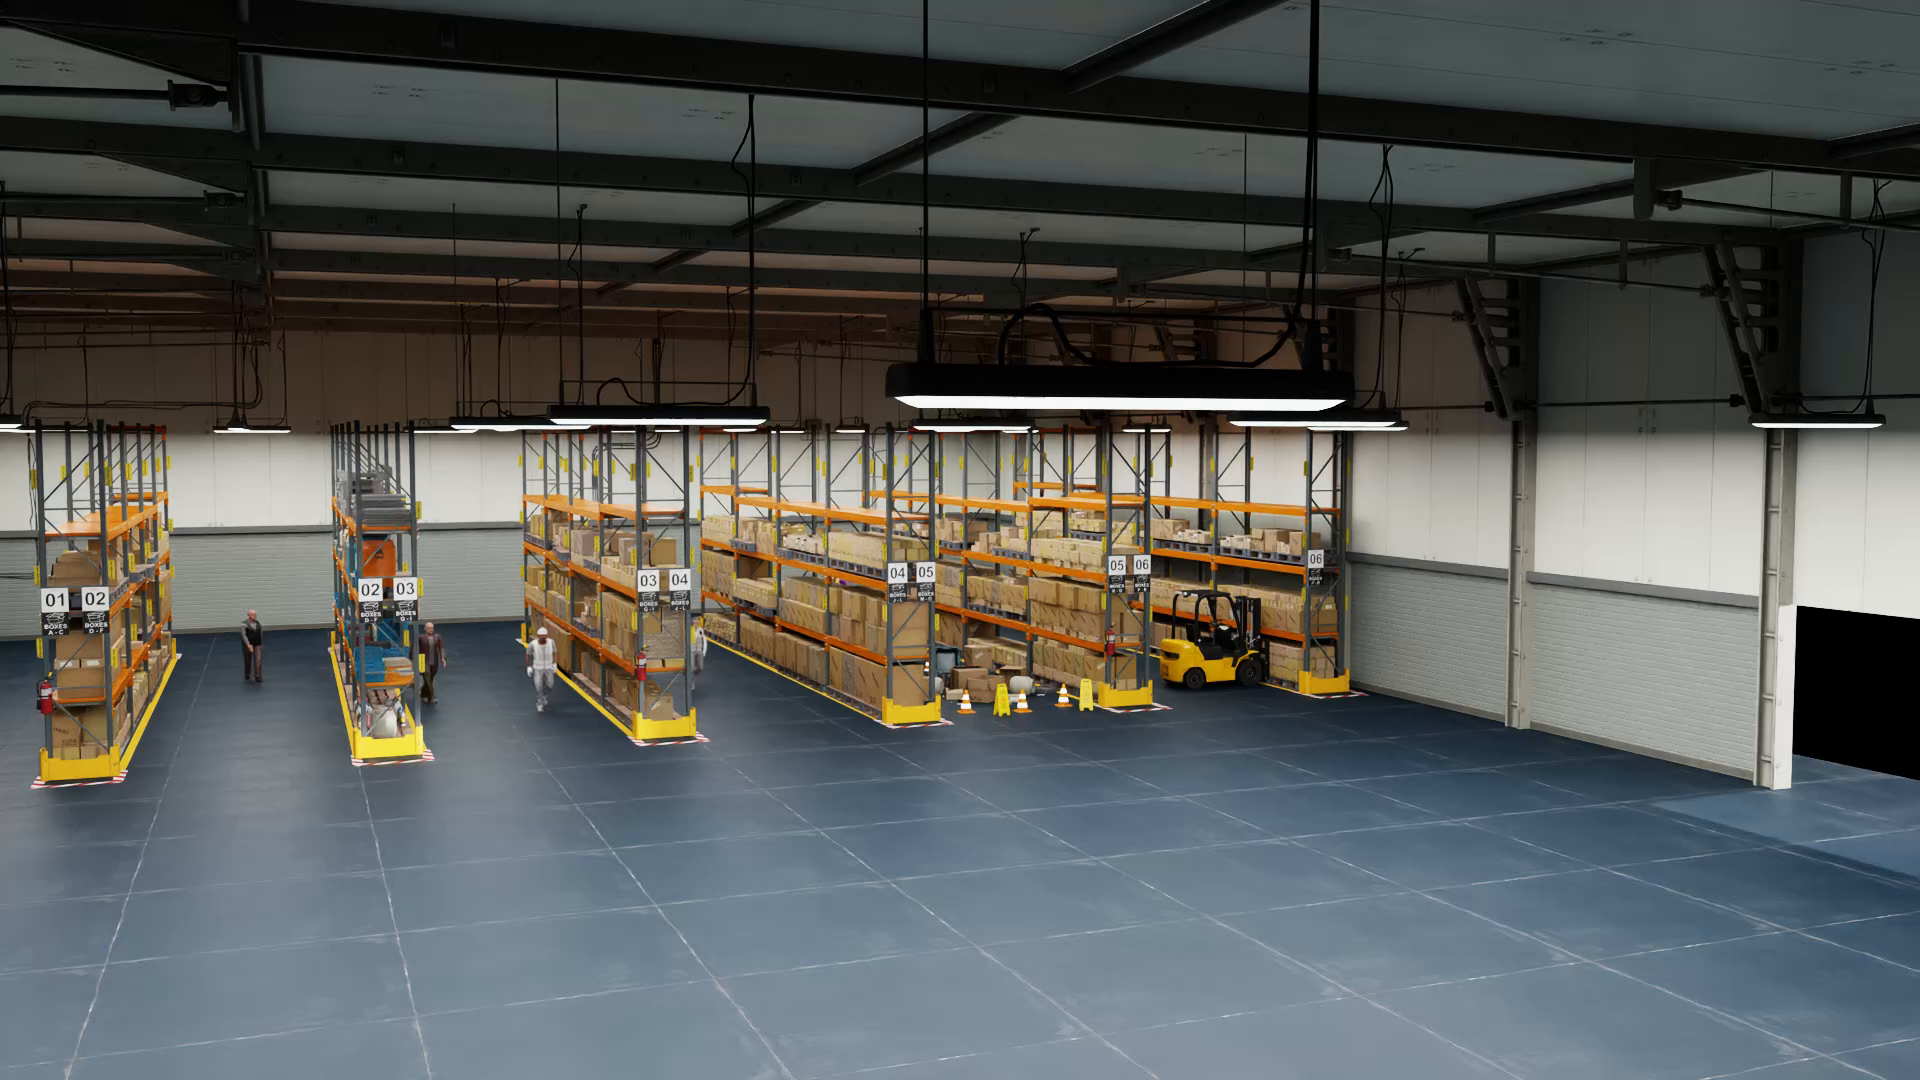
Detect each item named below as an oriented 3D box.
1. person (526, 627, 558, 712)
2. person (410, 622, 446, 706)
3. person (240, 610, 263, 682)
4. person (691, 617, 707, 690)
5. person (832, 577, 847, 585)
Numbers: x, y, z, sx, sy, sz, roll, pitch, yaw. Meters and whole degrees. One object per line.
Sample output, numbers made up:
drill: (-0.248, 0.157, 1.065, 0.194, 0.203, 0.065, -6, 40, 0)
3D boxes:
person: (-8.747, 2.684, 34.743, 0.647, 1.757, 0.666, -2, 4, -25)
person: (-11.303, 2.731, 35.412, 1.107, 1.568, 0.668, 3, 5, 40)
person: (-16.436, 2.460, 38.642, 0.506, 1.657, 1.015, -3, 4, -36)
person: (-6.060, 2.547, 37.784, 0.583, 1.659, 0.549, -2, 4, -28)
person: (-3.780, 1.674, 50.937, 0.895, 1.741, 0.607, -3, 5, -40)
